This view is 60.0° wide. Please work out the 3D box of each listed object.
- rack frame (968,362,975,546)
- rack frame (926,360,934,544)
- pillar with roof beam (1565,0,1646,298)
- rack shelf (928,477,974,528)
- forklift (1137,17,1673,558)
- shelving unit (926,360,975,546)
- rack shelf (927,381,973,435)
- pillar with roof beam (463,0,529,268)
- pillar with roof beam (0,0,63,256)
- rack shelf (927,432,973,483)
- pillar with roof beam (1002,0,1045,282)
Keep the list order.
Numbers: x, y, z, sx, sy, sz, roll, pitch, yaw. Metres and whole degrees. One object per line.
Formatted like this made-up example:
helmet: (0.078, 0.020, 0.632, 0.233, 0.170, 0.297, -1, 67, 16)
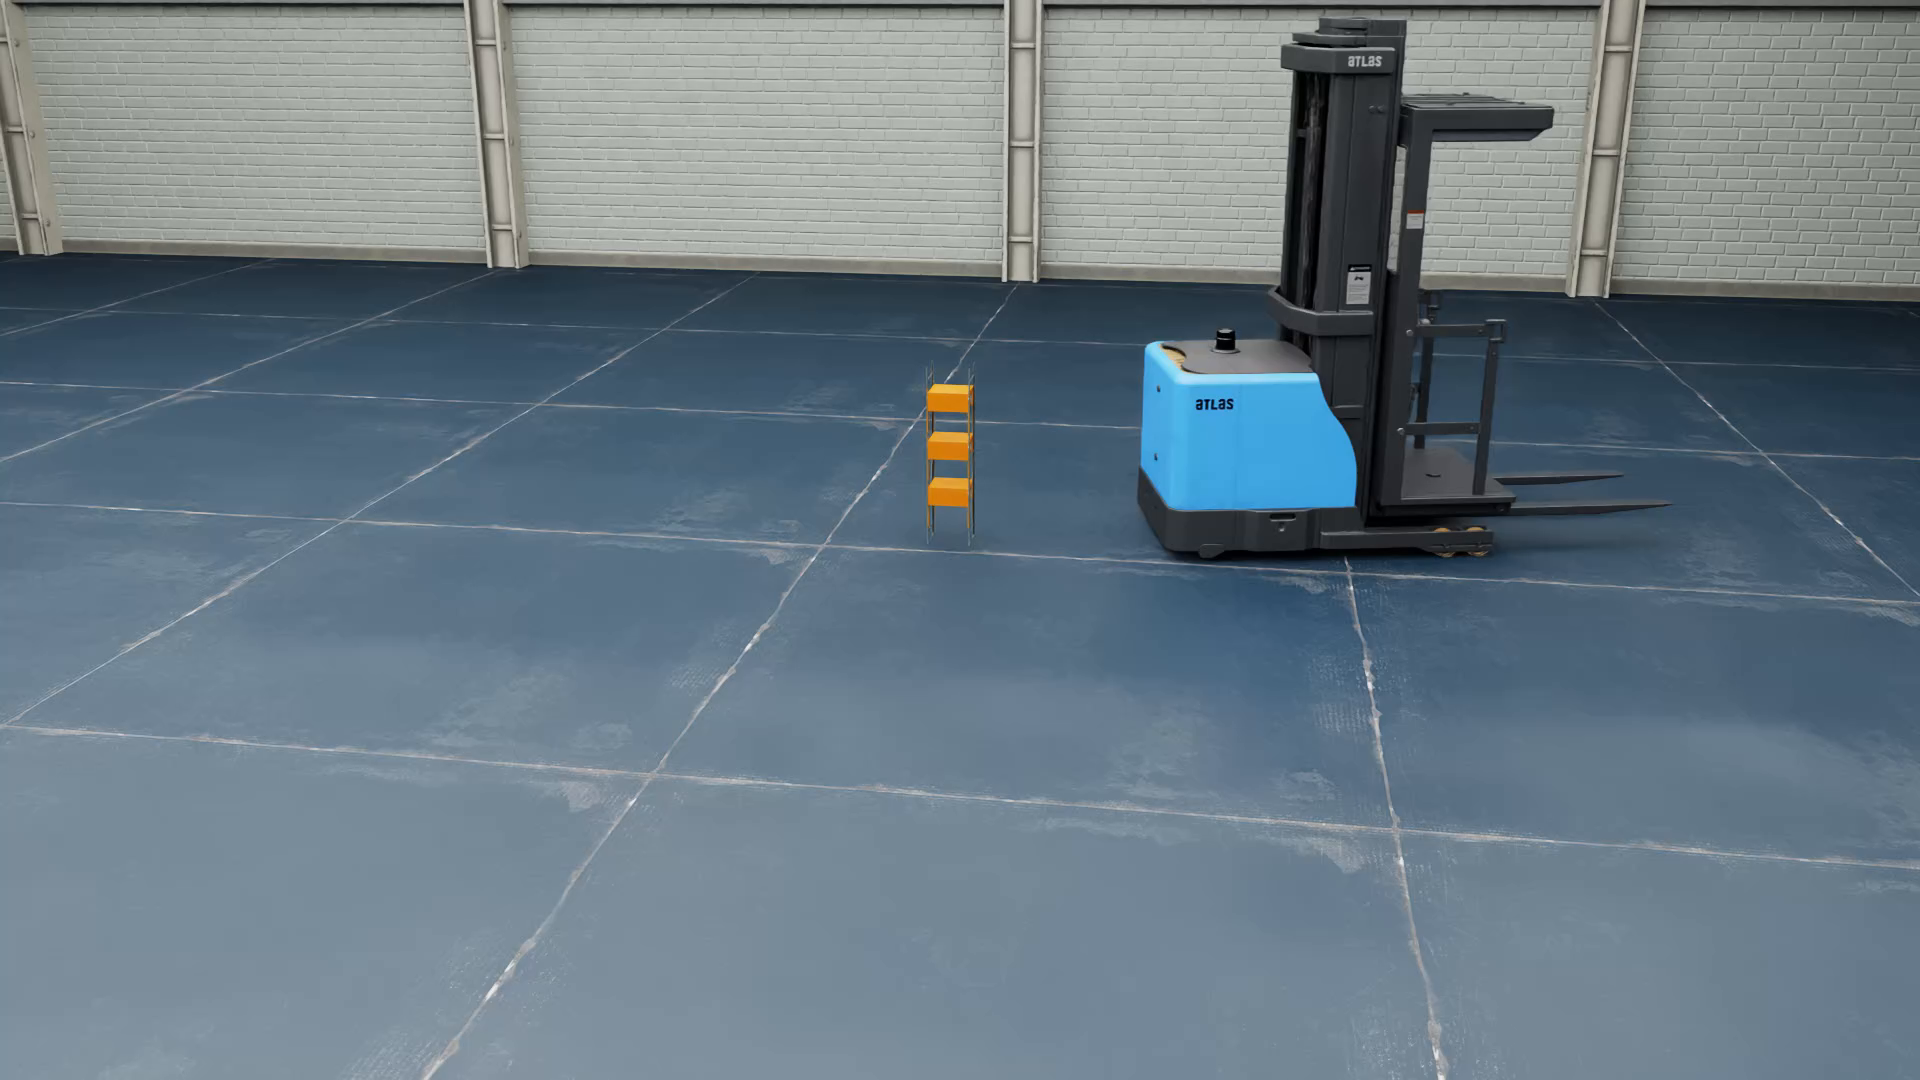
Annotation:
rack frame: (0.068, -0.494, 9.626, 0.008, 1.050, 0.200, 3, 19, 9)
rack frame: (-0.173, -0.507, 9.663, 0.008, 1.050, 0.200, 3, 19, 9)
pillar with roof beam: (5.921, -5.503, 12.069, 0.400, 9.000, 9.100, 3, 19, 9)
rack shelf: (-0.053, -0.227, 9.736, 0.240, 0.259, 0.215, 3, 19, 9)
forklift: (2.639, -1.457, 9.539, 3.031, 2.935, 1.130, -1, 19, -4)
shelving unit: (-0.053, -0.501, 9.645, 0.252, 1.050, 0.215, 3, 19, 9)
rack shelf: (-0.053, -0.760, 9.558, 0.240, 0.259, 0.215, 3, 19, 9)
pillar with roof beam: (-5.927, -6.107, 13.874, 0.400, 9.000, 9.100, 3, 19, 9)
pillar with roof beam: (-11.851, -6.409, 14.776, 0.400, 9.000, 9.100, 3, 19, 9)
rack shelf: (-0.053, -0.491, 9.648, 0.240, 0.259, 0.215, 3, 19, 9)
pillar with roof beam: (-0.003, -5.805, 12.971, 0.400, 9.000, 9.100, 3, 19, 9)
